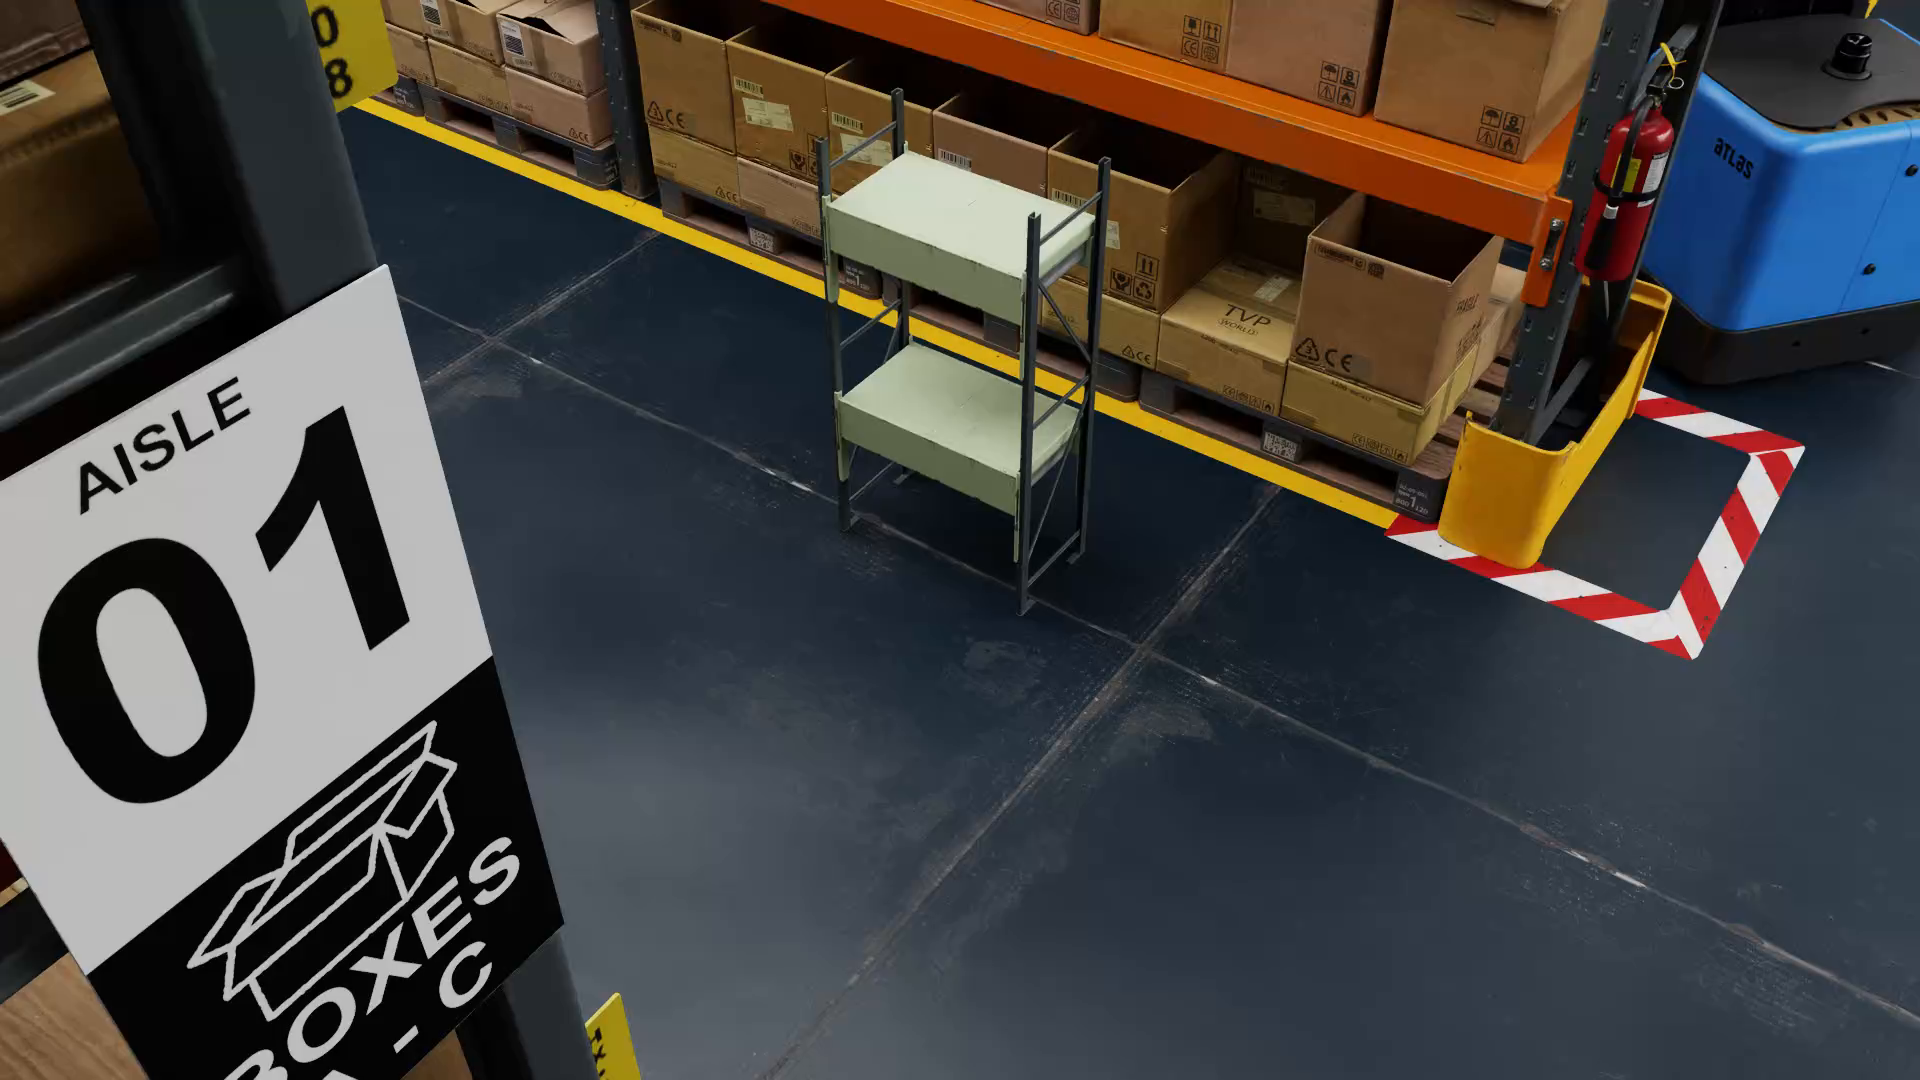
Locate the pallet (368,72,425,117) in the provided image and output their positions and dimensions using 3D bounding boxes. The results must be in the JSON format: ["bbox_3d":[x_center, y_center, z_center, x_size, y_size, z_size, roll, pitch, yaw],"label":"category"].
[{"bbox_3d":[-2.813,-2.615,8.514,1.213,0.211,1.003,25,48,25],"label":"pallet"}]

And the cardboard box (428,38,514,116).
[{"bbox_3d":[-2.103,-2.253,7.766,0.500,0.250,0.500,24,47,25],"label":"cardboard box"}]

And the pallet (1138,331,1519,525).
[{"bbox_3d":[1.440,-0.626,6.291,1.213,0.211,1.003,25,48,25],"label":"pallet"}]

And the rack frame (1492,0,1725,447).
[{"bbox_3d":[2.091,-1.395,5.059,0.127,3.000,1.000,25,48,25],"label":"rack frame"}]

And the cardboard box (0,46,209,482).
[{"bbox_3d":[-0.881,-0.116,1.291,0.500,0.500,0.500,26,48,26],"label":"cardboard box"}]

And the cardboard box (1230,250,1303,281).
[{"bbox_3d":[1.368,-1.043,6.413,0.500,0.250,0.500,25,48,25],"label":"cardboard box"}]

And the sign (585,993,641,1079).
[{"bbox_3d":[-0.439,0.692,2.078,0.005,0.325,0.100,25,48,25],"label":"sign"}]

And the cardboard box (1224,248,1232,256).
[{"bbox_3d":[0.959,-1.234,6.627,0.500,0.250,0.500,25,48,25],"label":"cardboard box"}]

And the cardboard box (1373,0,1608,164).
[{"bbox_3d":[1.716,-1.618,5.233,0.500,0.500,0.700,25,48,25],"label":"cardboard box"}]

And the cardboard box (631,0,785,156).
[{"bbox_3d":[-0.984,-1.989,6.908,0.500,0.500,0.500,25,48,25],"label":"cardboard box"}]

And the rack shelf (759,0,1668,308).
[{"bbox_3d":[0.453,-1.892,6.155,4.000,0.370,1.077,25,48,25],"label":"rack shelf"}]

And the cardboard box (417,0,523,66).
[{"bbox_3d":[-2.110,-2.461,7.578,0.500,0.311,0.500,26,48,26],"label":"cardboard box"}]

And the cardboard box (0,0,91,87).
[{"bbox_3d":[-0.927,-0.504,0.975,0.500,0.500,0.500,22,46,22],"label":"cardboard box"}]

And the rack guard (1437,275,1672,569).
[{"bbox_3d":[2.110,-0.454,5.883,0.348,0.500,1.175,25,48,25],"label":"rack guard"}]

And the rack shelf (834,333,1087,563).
[{"bbox_3d":[0.005,-0.313,5.464,0.720,0.370,0.431,25,48,25],"label":"rack shelf"}]

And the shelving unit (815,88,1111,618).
[{"bbox_3d":[0.005,-0.556,5.247,0.755,1.500,0.431,25,48,25],"label":"shelving unit"}]

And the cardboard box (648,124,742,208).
[{"bbox_3d":[-0.979,-1.715,7.164,0.500,0.250,0.500,25,48,25],"label":"cardboard box"}]

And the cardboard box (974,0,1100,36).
[{"bbox_3d":[0.447,-2.209,5.894,0.500,0.500,0.700,27,48,27],"label":"cardboard box"}]

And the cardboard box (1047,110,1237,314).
[{"bbox_3d":[0.654,-1.224,6.053,0.500,0.500,0.500,25,48,25],"label":"cardboard box"}]

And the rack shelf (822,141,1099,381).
[{"bbox_3d":[0.005,-0.847,4.987,0.720,0.370,0.431,25,48,25],"label":"rack shelf"}]

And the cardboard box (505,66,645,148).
[{"bbox_3d":[-1.690,-2.059,7.548,0.500,0.250,0.500,25,47,25],"label":"cardboard box"}]

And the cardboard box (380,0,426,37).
[{"bbox_3d":[-2.517,-2.654,7.793,0.500,0.311,0.500,25,47,25],"label":"cardboard box"}]

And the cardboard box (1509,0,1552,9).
[{"bbox_3d":[1.668,-1.716,4.857,0.250,0.149,0.380,24,47,25],"label":"cardboard box"}]

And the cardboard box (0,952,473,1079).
[{"bbox_3d":[-0.969,0.733,2.216,0.500,0.500,0.500,25,48,25],"label":"cardboard box"}]

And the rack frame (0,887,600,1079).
[{"bbox_3d":[-0.751,1.311,2.035,0.127,3.000,1.000,25,48,25],"label":"rack frame"}]

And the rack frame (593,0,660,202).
[{"bbox_3d":[-1.184,-2.926,6.771,0.127,3.000,1.000,25,48,25],"label":"rack frame"}]

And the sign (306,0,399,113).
[{"bbox_3d":[-0.439,-0.429,1.075,0.005,0.325,0.100,25,48,25],"label":"sign"}]

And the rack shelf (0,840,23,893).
[{"bbox_3d":[-2.388,-0.304,2.131,4.000,0.370,1.077,25,48,25],"label":"rack shelf"}]

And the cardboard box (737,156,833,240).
[{"bbox_3d":[-0.572,-1.521,6.947,0.500,0.250,0.500,25,48,25],"label":"cardboard box"}]

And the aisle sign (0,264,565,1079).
[{"bbox_3d":[-0.519,0.206,1.321,0.004,0.787,0.394,25,48,25],"label":"aisle sign"}]

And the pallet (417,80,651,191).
[{"bbox_3d":[-1.810,-2.148,7.992,1.213,0.211,1.003,25,48,25],"label":"pallet"}]

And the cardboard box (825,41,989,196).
[{"bbox_3d":[-0.166,-1.606,6.480,0.500,0.500,0.500,25,48,25],"label":"cardboard box"}]

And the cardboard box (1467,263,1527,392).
[{"bbox_3d":[1.779,-0.853,6.201,0.500,0.250,0.500,25,48,25],"label":"cardboard box"}]

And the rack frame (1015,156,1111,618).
[{"bbox_3d":[0.305,-0.416,5.090,0.023,1.500,0.400,25,48,25],"label":"rack frame"}]

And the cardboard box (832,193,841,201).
[{"bbox_3d":[-0.166,-1.327,6.730,0.500,0.250,0.500,25,48,25],"label":"cardboard box"}]

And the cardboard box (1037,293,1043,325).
[{"bbox_3d":[0.247,-1.138,6.520,0.500,0.250,0.500,25,48,25],"label":"cardboard box"}]

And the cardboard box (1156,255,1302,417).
[{"bbox_3d":[1.066,-0.755,6.092,0.500,0.250,0.500,25,48,25],"label":"cardboard box"}]

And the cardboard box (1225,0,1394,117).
[{"bbox_3d":[1.283,-1.816,5.455,0.500,0.500,0.700,26,48,26],"label":"cardboard box"}]

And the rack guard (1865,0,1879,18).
[{"bbox_3d":[4.849,-3.169,8.917,0.348,0.500,1.175,25,48,25],"label":"rack guard"}]

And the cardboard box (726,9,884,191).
[{"bbox_3d":[-0.571,-1.802,6.699,0.500,0.500,0.500,25,48,25],"label":"cardboard box"}]

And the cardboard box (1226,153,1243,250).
[{"bbox_3d":[0.952,-1.508,6.370,0.500,0.500,0.500,25,48,25],"label":"cardboard box"}]

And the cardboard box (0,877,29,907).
[{"bbox_3d":[-1.368,0.539,2.434,0.500,0.500,0.500,25,48,25],"label":"cardboard box"}]

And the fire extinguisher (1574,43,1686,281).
[{"bbox_3d":[1.921,-1.067,4.751,0.183,0.674,0.296,25,48,25],"label":"fire extinguisher"}]

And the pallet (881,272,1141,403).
[{"bbox_3d":[0.446,-1.093,6.813,1.213,0.211,1.003,25,48,25],"label":"pallet"}]

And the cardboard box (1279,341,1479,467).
[{"bbox_3d":[1.482,-0.571,5.885,0.500,0.250,0.500,25,48,25],"label":"cardboard box"}]

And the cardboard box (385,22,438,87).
[{"bbox_3d":[-2.522,-2.449,7.984,0.500,0.250,0.500,26,48,26],"label":"cardboard box"}]

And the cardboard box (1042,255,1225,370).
[{"bbox_3d":[0.655,-0.946,6.305,0.500,0.250,0.500,25,48,25],"label":"cardboard box"}]

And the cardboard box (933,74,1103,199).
[{"bbox_3d":[0.245,-1.416,6.268,0.500,0.500,0.500,25,48,25],"label":"cardboard box"}]

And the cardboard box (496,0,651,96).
[{"bbox_3d":[-1.680,-2.266,7.359,0.500,0.311,0.500,25,48,25],"label":"cardboard box"}]

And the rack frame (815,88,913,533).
[{"bbox_3d":[-0.294,-0.697,5.404,0.023,1.500,0.400,25,48,25],"label":"rack frame"}]

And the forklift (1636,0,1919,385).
[{"bbox_3d":[2.887,-2.673,6.539,1.130,2.935,3.031,-10,43,-11],"label":"forklift"}]

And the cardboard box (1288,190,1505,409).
[{"bbox_3d":[1.481,-0.849,5.634,0.500,0.500,0.500,25,48,25],"label":"cardboard box"}]

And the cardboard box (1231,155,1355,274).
[{"bbox_3d":[1.369,-1.323,6.164,0.500,0.500,0.500,25,48,25],"label":"cardboard box"}]

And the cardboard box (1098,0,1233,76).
[{"bbox_3d":[0.880,-2.009,5.671,0.500,0.500,0.700,25,48,26],"label":"cardboard box"}]

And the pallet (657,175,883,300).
[{"bbox_3d":[-0.557,-1.560,7.335,1.213,0.211,1.003,25,48,25],"label":"pallet"}]
